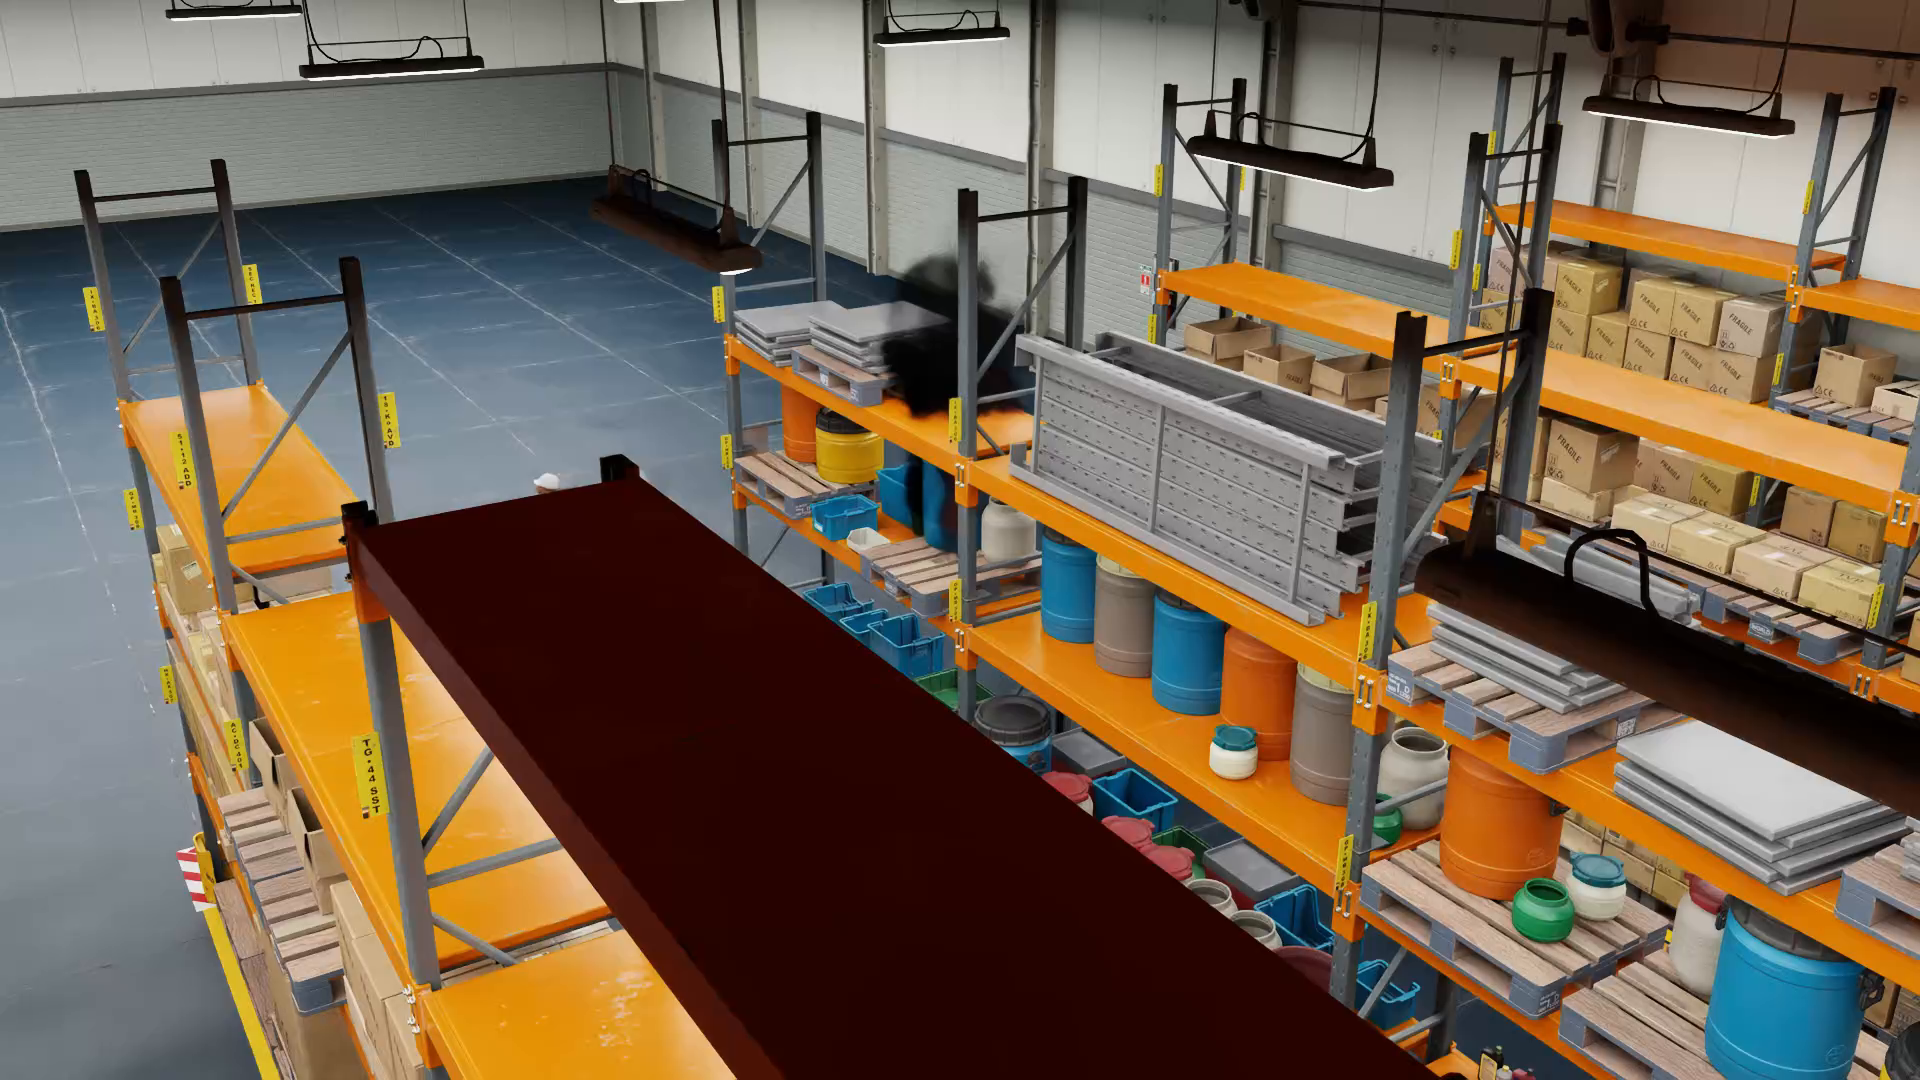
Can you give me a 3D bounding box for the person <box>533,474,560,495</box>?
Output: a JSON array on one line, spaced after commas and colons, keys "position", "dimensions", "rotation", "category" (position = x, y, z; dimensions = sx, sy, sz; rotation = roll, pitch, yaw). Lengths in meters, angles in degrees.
[{"position": [-4.685, 0.058, 18.913], "dimensions": [0.597, 1.721, 0.690], "rotation": [-5, 22, -12], "category": "person"}]
